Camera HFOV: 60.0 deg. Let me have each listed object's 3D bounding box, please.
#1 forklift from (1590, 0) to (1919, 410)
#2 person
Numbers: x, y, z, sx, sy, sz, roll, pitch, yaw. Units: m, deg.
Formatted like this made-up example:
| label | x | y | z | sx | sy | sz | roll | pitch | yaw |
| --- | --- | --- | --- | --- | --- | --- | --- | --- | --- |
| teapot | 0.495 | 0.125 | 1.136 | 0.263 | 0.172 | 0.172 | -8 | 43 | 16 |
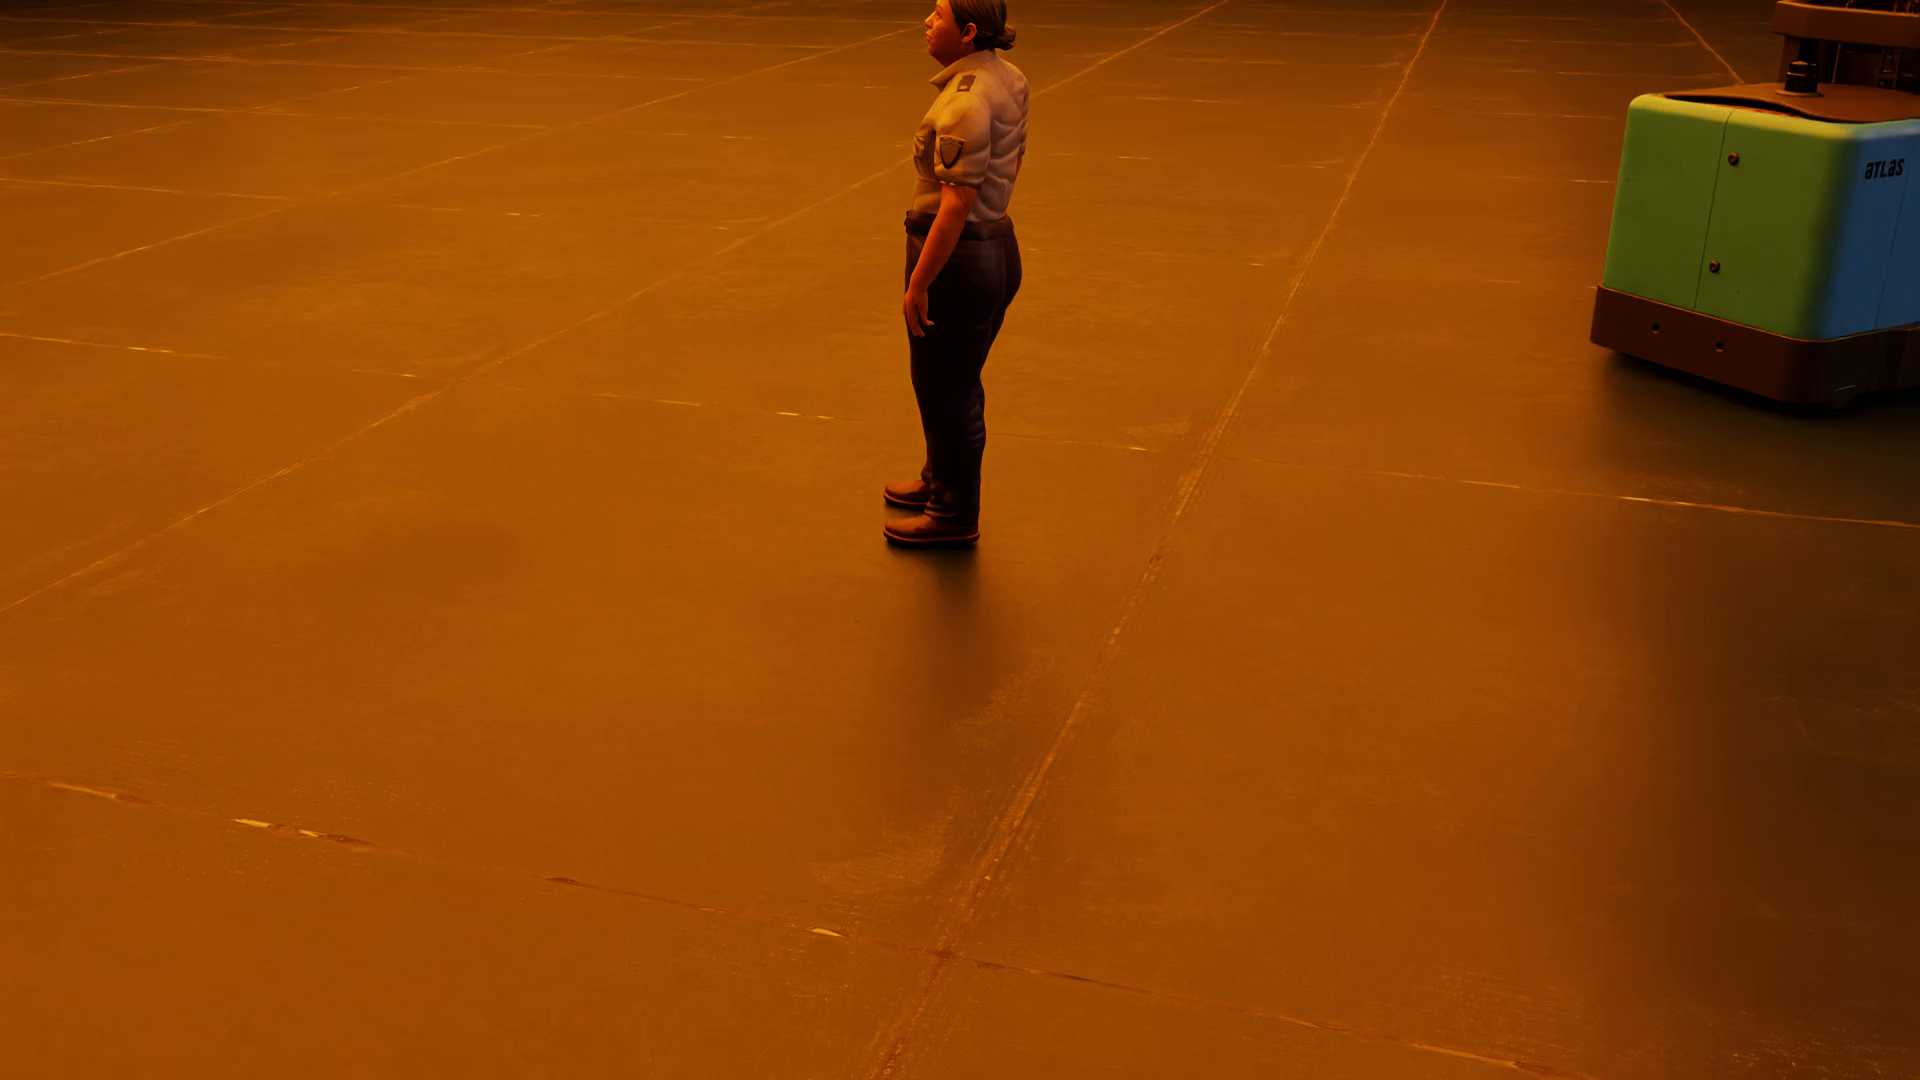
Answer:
| label | x | y | z | sx | sy | sz | roll | pitch | yaw |
| --- | --- | --- | --- | --- | --- | --- | --- | --- | --- |
| forklift | 4.176 | -2.225 | 6.668 | 3.031 | 2.935 | 1.130 | -11 | 25 | -26 |
| person | -0.079 | -0.787 | 4.849 | 0.502 | 1.651 | 0.598 | 7 | 23 | 16 |
